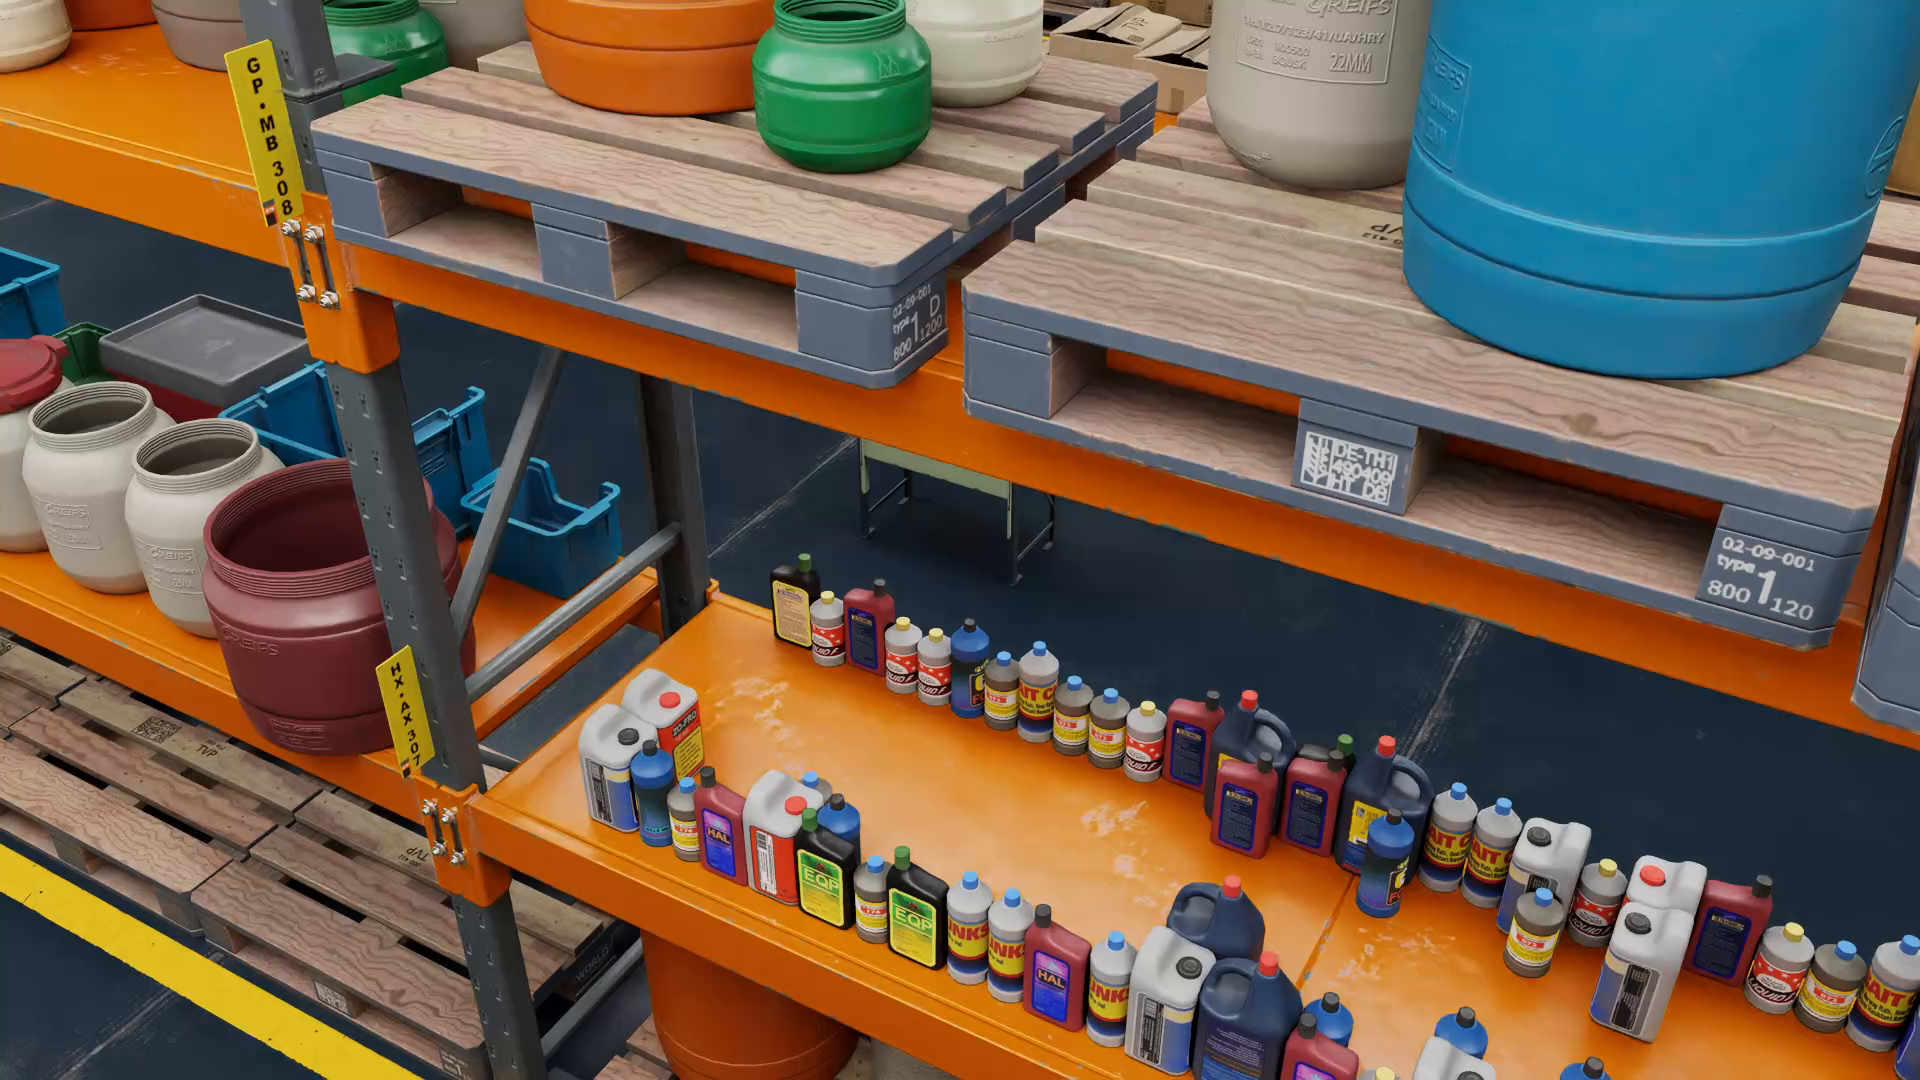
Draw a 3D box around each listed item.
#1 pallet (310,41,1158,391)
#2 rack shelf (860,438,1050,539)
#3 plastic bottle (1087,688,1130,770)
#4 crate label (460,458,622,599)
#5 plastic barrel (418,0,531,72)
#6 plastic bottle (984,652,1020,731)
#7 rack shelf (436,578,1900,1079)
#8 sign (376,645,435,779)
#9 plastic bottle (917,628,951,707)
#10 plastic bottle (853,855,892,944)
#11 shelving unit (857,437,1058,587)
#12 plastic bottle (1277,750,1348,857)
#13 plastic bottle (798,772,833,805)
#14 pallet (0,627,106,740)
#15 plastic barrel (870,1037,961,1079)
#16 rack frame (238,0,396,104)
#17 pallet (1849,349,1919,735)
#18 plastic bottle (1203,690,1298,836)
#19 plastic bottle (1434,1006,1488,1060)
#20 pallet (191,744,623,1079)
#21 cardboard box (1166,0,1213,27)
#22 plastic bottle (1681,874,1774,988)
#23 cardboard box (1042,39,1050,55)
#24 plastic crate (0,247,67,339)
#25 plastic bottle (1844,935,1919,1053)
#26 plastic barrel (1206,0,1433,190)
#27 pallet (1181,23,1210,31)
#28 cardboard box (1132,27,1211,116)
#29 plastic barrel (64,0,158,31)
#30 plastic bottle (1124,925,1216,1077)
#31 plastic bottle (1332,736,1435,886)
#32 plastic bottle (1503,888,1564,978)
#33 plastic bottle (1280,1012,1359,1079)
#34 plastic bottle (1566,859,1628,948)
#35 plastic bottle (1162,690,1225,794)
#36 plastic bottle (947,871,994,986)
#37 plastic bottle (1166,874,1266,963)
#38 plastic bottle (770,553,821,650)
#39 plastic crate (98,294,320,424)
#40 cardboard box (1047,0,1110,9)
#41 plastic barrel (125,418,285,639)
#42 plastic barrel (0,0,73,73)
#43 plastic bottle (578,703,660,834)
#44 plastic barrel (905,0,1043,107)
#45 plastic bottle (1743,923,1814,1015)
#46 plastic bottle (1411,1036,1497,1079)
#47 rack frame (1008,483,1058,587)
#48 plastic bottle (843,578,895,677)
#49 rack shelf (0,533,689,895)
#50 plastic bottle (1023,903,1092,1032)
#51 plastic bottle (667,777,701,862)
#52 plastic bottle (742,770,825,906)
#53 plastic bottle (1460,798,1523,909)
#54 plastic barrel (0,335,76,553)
[{"bbox_3d":[-0.384,-0.715,3.082,1.213,0.211,1.003,18,37,24],"label":"pallet"},{"bbox_3d":[-0.006,-0.355,7.018,0.720,0.370,0.431,18,37,24],"label":"rack shelf"},{"bbox_3d":[0.362,0.450,4.047,0.097,0.201,0.097,0,34,0],"label":"plastic bottle"},{"bbox_3d":[-1.179,-0.030,4.739,0.416,0.233,0.303,18,37,24],"label":"crate label"},{"bbox_3d":[-1.117,-1.331,3.735,0.421,0.512,0.421,0,34,0],"label":"plastic barrel"},{"bbox_3d":[0.109,0.370,4.167,0.097,0.201,0.097,0,34,0],"label":"plastic bottle"},{"bbox_3d":[0.737,1.046,3.621,4.000,0.370,1.077,18,37,24],"label":"rack shelf"},{"bbox_3d":[-1.266,0.396,3.802,0.005,0.325,0.100,18,37,24],"label":"sign"},{"bbox_3d":[-0.060,0.316,4.248,0.097,0.201,0.097,0,34,0],"label":"plastic bottle"},{"bbox_3d":[-0.179,0.763,3.577,0.097,0.201,0.097,0,34,0],"label":"plastic bottle"},{"bbox_3d":[-0.006,-0.626,6.837,0.755,1.500,0.431,18,37,24],"label":"shelving unit"},{"bbox_3d":[0.802,0.583,3.774,0.133,0.283,0.061,18,37,24],"label":"plastic bottle"},{"bbox_3d":[-0.336,0.616,3.797,0.097,0.201,0.097,0,34,0],"label":"plastic bottle"},{"bbox_3d":[-3.771,0.455,6.376,1.213,0.211,1.003,18,37,24],"label":"pallet"},{"bbox_3d":[-0.031,1.296,4.463,0.421,0.512,0.421,0,34,0],"label":"plastic barrel"},{"bbox_3d":[-0.999,-2.300,2.585,0.127,3.000,1.000,18,37,24],"label":"rack frame"},{"bbox_3d":[1.745,-0.041,2.070,1.003,0.211,1.213,18,37,24],"label":"pallet"},{"bbox_3d":[0.674,0.502,3.835,0.185,0.351,0.144,18,37,24],"label":"plastic bottle"},{"bbox_3d":[0.944,0.993,3.169,0.097,0.271,0.097,0,34,0],"label":"plastic bottle"},{"bbox_3d":[-1.652,1.126,5.369,1.213,0.211,1.003,18,37,24],"label":"pallet"},{"bbox_3d":[1.987,-4.341,12.921,0.500,0.500,0.700,18,38,25],"label":"cardboard box"},{"bbox_3d":[1.596,0.795,3.455,0.133,0.283,0.061,18,37,24],"label":"plastic bottle"},{"bbox_3d":[0.327,-2.405,8.381,0.250,0.149,0.380,21,39,28],"label":"cardboard box"},{"bbox_3d":[-3.360,-0.743,5.673,0.575,0.384,0.392,18,37,24],"label":"plastic crate"},{"bbox_3d":[1.856,0.894,3.317,0.097,0.271,0.097,0,34,0],"label":"plastic bottle"},{"bbox_3d":[0.615,-0.868,2.639,0.433,0.535,0.433,0,34,0],"label":"plastic barrel"},{"bbox_3d":[2.184,-3.961,13.009,1.213,0.211,1.003,18,37,24],"label":"pallet"},{"bbox_3d":[1.168,-2.270,8.032,0.500,0.311,0.500,20,39,27],"label":"cardboard box"},{"bbox_3d":[-2.172,-1.740,4.064,0.708,0.830,0.600,18,37,24],"label":"plastic barrel"},{"bbox_3d":[0.420,0.905,3.297,0.135,0.276,0.152,18,37,24],"label":"plastic bottle"},{"bbox_3d":[0.950,0.589,3.703,0.185,0.351,0.144,18,37,24],"label":"plastic bottle"},{"bbox_3d":[1.210,0.816,3.498,0.097,0.201,0.097,0,34,0],"label":"plastic bottle"},{"bbox_3d":[0.674,1.011,3.130,0.133,0.283,0.061,18,37,24],"label":"plastic bottle"},{"bbox_3d":[1.370,0.769,3.567,0.097,0.201,0.097,0,34,0],"label":"plastic bottle"},{"bbox_3d":[0.556,0.466,3.949,0.133,0.283,0.061,18,37,24],"label":"plastic bottle"},{"bbox_3d":[0.021,0.798,3.462,0.097,0.271,0.097,0,34,0],"label":"plastic bottle"},{"bbox_3d":[0.516,0.809,3.373,0.185,0.351,0.144,18,37,24],"label":"plastic bottle"},{"bbox_3d":[-0.436,0.152,4.421,0.133,0.283,0.061,18,37,24],"label":"plastic bottle"},{"bbox_3d":[-2.250,-0.421,5.119,0.583,0.464,0.402,18,37,24],"label":"plastic crate"},{"bbox_3d":[1.091,-4.619,13.338,0.500,0.500,0.700,19,38,26],"label":"cardboard box"},{"bbox_3d":[-1.998,-0.030,4.487,0.421,0.512,0.421,0,34,0],"label":"plastic barrel"},{"bbox_3d":[-2.219,-1.231,3.811,0.301,0.262,0.301,0,34,0],"label":"plastic barrel"},{"bbox_3d":[-0.784,0.523,3.870,0.135,0.276,0.152,18,37,24],"label":"plastic bottle"},{"bbox_3d":[0.004,-0.944,3.001,0.301,0.262,0.301,0,34,0],"label":"plastic barrel"},{"bbox_3d":[1.687,0.870,3.417,0.097,0.201,0.097,0,34,0],"label":"plastic bottle"},{"bbox_3d":[0.898,1.056,3.070,0.135,0.276,0.152,18,37,24],"label":"plastic bottle"},{"bbox_3d":[0.312,-0.525,6.686,0.023,1.500,0.400,18,37,24],"label":"rack frame"},{"bbox_3d":[-0.236,0.215,4.326,0.133,0.283,0.061,18,37,24],"label":"plastic bottle"},{"bbox_3d":[-2.736,-0.054,5.273,4.000,0.370,1.077,18,37,24],"label":"rack shelf"},{"bbox_3d":[0.197,0.860,3.358,0.133,0.283,0.061,18,37,24],"label":"plastic bottle"},{"bbox_3d":[-0.612,0.626,3.783,0.097,0.201,0.097,0,34,0],"label":"plastic bottle"},{"bbox_3d":[-0.382,0.650,3.679,0.135,0.276,0.152,18,37,24],"label":"plastic bottle"},{"bbox_3d":[1.169,0.677,3.644,0.097,0.271,0.097,0,34,0],"label":"plastic bottle"},{"bbox_3d":[-2.738,-0.270,4.827,0.433,0.535,0.433,0,34,0],"label":"plastic barrel"}]
